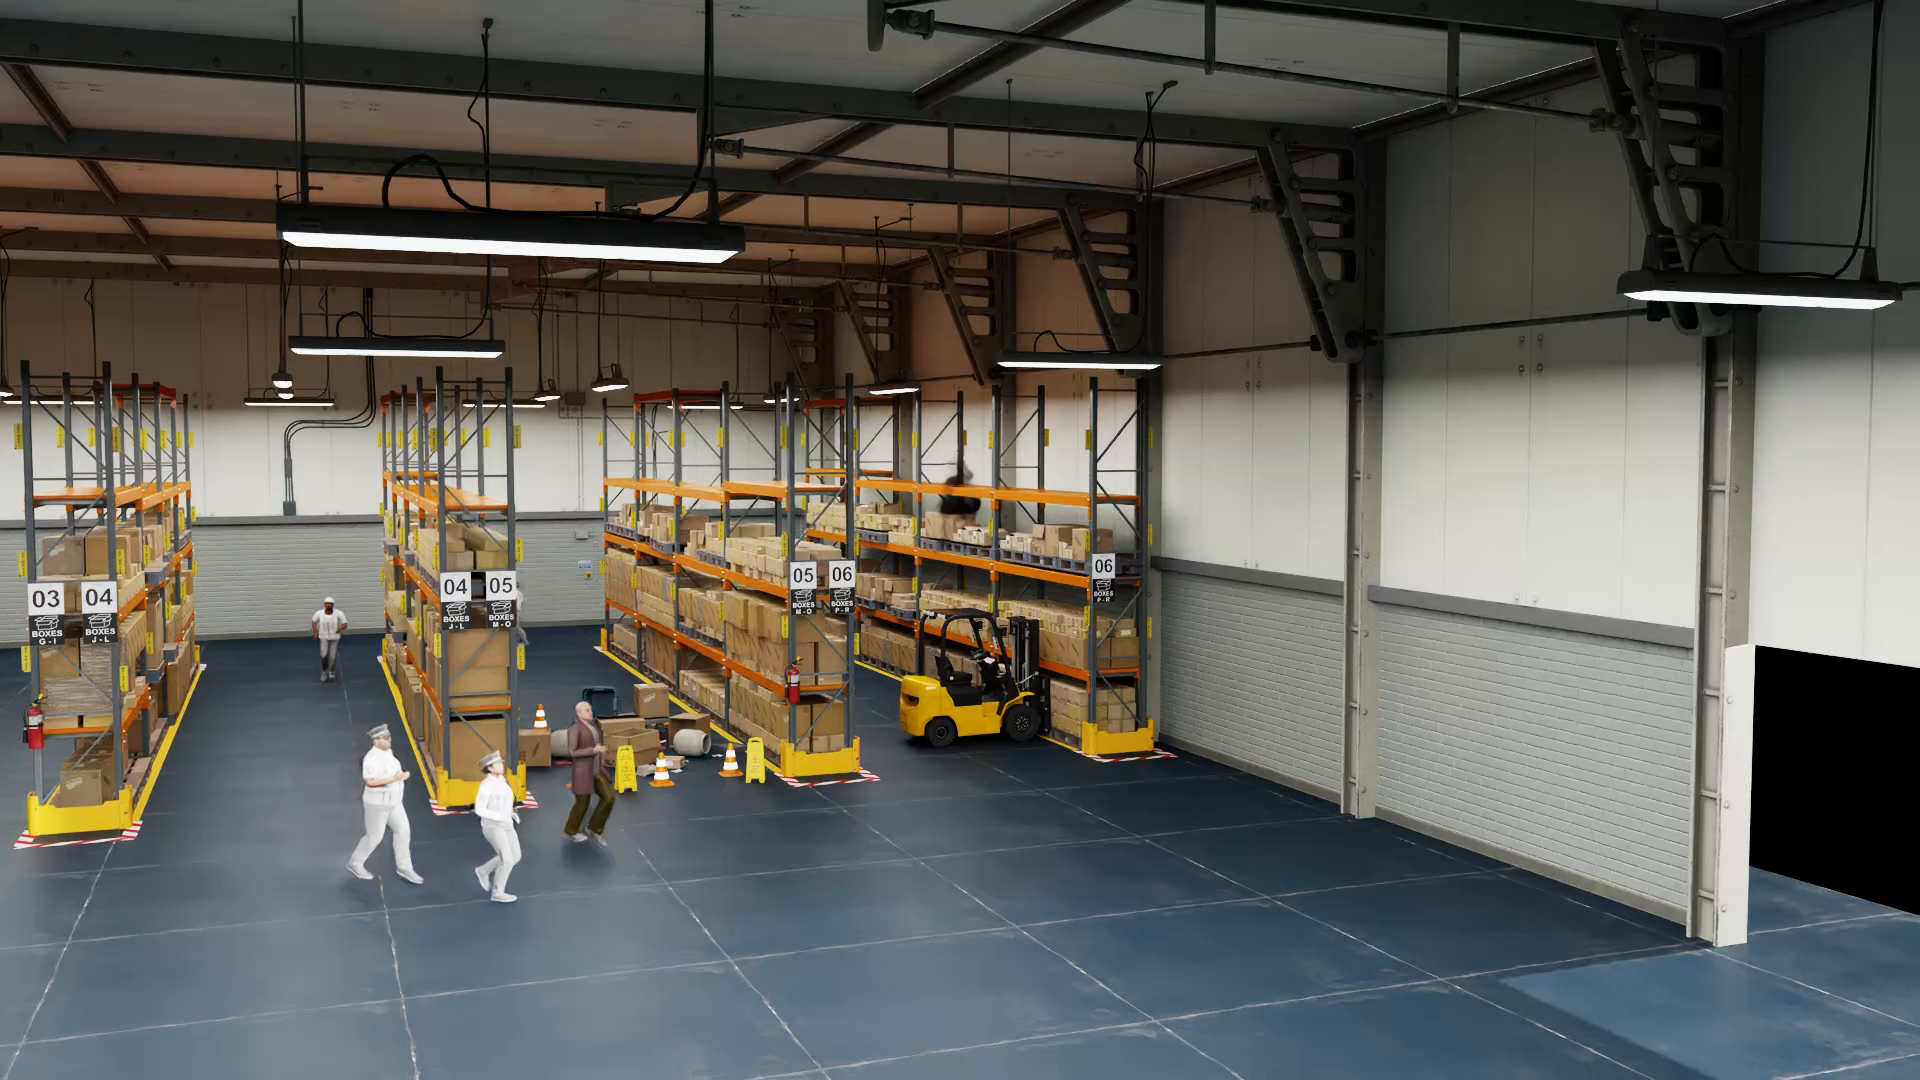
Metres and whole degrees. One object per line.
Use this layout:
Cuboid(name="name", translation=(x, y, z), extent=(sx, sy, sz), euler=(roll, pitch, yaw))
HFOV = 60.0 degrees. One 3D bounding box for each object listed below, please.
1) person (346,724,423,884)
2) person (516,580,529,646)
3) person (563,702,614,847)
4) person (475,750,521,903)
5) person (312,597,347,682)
Cuboid(name="person", translation=(-6.512, 2.976, 18.738), extent=(0.851, 1.828, 0.648), euler=(1, 4, 12))
Cuboid(name="person", translation=(-10.742, 1.748, 40.061), extent=(0.666, 1.682, 0.590), euler=(-1, 4, -21))
Cuboid(name="person", translation=(-4.555, 2.895, 20.433), extent=(0.765, 1.828, 0.684), euler=(2, 4, 28))
Cuboid(name="person", translation=(-5.026, 3.092, 18.009), extent=(0.576, 1.648, 0.612), euler=(1, 3, 10))
Cuboid(name="person", translation=(-13.052, 2.062, 34.440), extent=(0.691, 1.773, 0.701), euler=(-1, 4, -20))
